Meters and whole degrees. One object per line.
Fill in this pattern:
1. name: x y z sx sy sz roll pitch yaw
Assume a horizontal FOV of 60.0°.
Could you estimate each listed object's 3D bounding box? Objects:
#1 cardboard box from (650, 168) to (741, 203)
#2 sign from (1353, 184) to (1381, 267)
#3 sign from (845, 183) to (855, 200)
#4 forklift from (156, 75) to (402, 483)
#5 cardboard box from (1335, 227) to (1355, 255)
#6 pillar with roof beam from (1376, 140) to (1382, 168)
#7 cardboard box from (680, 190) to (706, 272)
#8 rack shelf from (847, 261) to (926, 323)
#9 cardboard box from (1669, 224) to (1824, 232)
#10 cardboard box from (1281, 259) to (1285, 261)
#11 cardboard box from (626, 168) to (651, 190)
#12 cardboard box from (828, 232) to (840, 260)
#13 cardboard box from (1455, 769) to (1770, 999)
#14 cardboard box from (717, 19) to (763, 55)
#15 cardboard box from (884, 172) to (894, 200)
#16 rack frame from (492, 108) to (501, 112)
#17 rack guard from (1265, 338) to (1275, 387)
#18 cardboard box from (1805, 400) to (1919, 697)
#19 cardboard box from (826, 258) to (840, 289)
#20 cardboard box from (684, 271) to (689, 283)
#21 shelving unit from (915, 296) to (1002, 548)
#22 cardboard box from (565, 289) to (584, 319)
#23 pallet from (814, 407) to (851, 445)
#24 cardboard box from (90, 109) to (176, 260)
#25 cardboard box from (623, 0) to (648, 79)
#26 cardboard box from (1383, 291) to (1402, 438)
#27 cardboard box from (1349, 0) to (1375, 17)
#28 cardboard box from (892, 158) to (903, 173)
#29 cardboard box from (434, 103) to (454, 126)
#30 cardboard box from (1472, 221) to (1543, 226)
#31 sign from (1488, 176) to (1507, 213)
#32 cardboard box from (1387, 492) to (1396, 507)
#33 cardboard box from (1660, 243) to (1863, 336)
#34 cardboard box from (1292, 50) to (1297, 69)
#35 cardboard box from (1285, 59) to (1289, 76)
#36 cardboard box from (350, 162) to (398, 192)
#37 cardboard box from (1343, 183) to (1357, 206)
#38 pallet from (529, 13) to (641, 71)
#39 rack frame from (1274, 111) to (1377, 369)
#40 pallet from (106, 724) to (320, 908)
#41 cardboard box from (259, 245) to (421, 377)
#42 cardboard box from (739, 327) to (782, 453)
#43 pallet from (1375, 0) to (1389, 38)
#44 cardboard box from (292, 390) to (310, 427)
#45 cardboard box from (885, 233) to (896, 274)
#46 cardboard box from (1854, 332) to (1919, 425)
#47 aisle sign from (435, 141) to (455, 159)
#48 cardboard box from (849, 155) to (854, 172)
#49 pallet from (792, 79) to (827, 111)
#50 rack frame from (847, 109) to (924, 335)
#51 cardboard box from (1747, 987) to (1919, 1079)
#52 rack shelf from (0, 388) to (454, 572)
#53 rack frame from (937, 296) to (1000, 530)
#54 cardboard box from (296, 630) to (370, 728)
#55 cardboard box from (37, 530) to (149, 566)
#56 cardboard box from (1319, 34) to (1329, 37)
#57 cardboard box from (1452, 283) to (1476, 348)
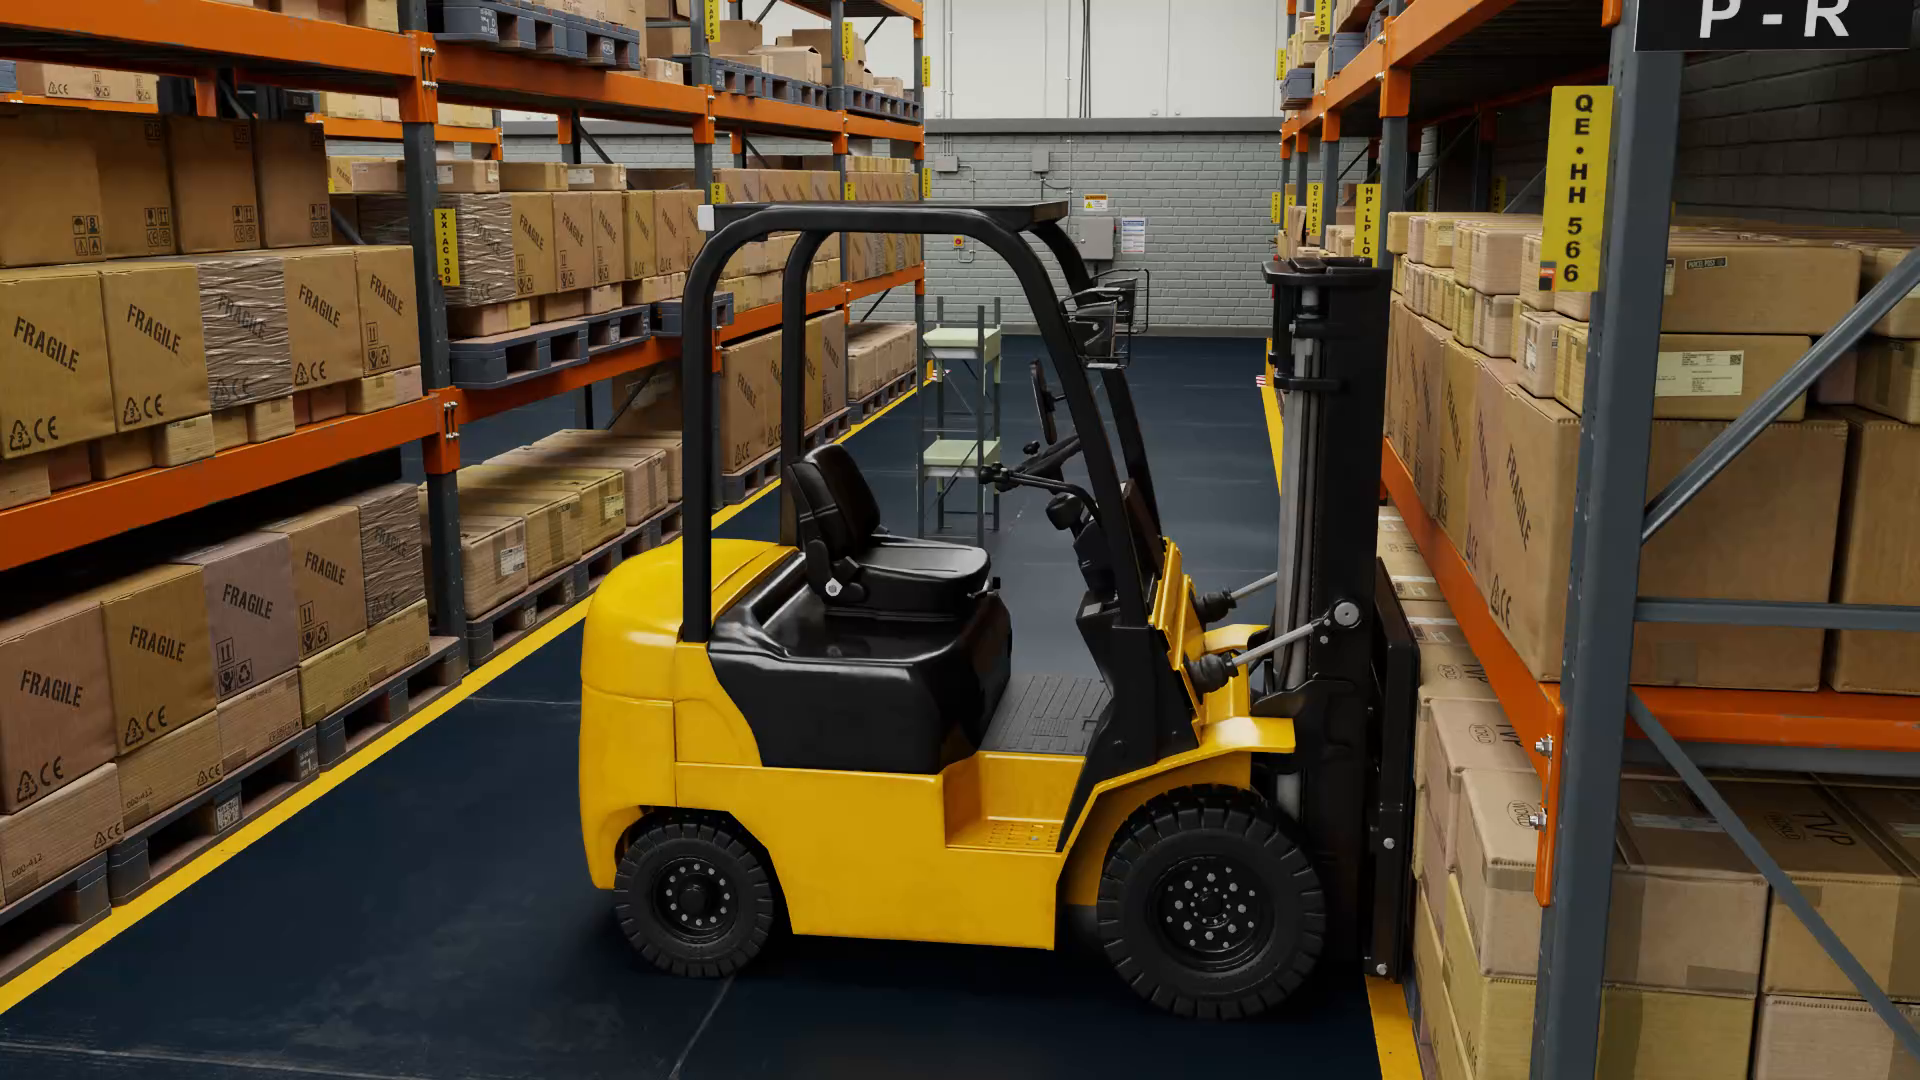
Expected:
1. cardboard box: -1.825 -2.322 11.535 0.500 0.500 0.500 1 12 7
2. sign: 1.610 -1.239 6.563 0.100 0.325 0.005 2 12 9
3. sign: -0.989 -3.034 14.889 0.100 0.325 0.005 2 12 9
4. forklift: -4.873 -1.542 10.689 1.130 2.935 3.031 2 12 9
5. cardboard box: 2.369 -1.728 9.616 0.380 0.149 0.250 2 12 10
6. pillar with roof beam: 1.045 -6.799 20.680 9.100 9.000 0.400 2 12 9
7. cardboard box: -1.937 -1.985 10.644 0.500 0.500 0.500 2 12 7
8. rack shelf: -1.219 -2.586 17.083 1.077 0.370 4.000 2 12 9
9. cardboard box: 2.062 -0.759 4.413 0.380 0.149 0.250 2 12 9
10. cardboard box: 3.425 -2.746 16.709 0.380 0.149 0.250 2 12 7
11. cardboard box: -2.321 -2.343 11.634 0.500 0.500 0.500 2 12 7
12. cardboard box: -1.354 -2.593 14.576 0.500 0.250 0.500 2 12 9
13. cardboard box: 1.295 0.680 3.373 0.500 0.250 0.500 2 12 11
14. cardboard box: -1.949 -4.068 13.896 0.500 0.500 0.500 2 12 8
15. cardboard box: -0.960 -3.467 16.849 0.500 0.500 0.500 2 12 8
16. rack frame: -5.818 -6.426 18.953 1.000 3.000 0.127 2 12 9
17. rack guard: 3.982 -1.957 18.386 1.175 0.500 0.348 2 12 9
18. cardboard box: 1.883 -0.007 3.167 0.500 0.500 0.500 2 12 10
19. cardboard box: -1.347 -2.347 14.620 0.500 0.250 0.500 2 12 7
20. cardboard box: -1.930 -1.638 10.572 0.380 0.149 0.250 2 12 10
21. shelving unit: -0.001 -0.732 10.329 0.431 1.500 0.755 2 12 9
22. cardboard box: -2.224 -1.261 8.822 0.380 0.149 0.250 2 12 9
23. pallet: -1.571 -0.996 14.612 1.003 0.211 1.213 2 12 9
24. cardboard box: -3.243 -1.246 5.837 0.700 0.500 0.500 2 12 7
25. cardboard box: -2.298 -3.007 9.971 0.700 0.500 0.500 2 12 9
26. cardboard box: 1.822 -0.661 6.205 0.500 0.500 0.500 2 12 7
27. cardboard box: 2.254 -2.944 8.441 0.500 0.500 0.500 2 12 10
28. cardboard box: -0.820 -3.967 17.630 0.380 0.149 0.250 2 12 10
29. cardboard box: -5.788 -4.574 17.835 0.500 0.250 0.500 2 12 11
30. cardboard box: 1.665 -0.828 4.732 0.380 0.149 0.250 2 12 9
31. sign: 3.312 -2.078 10.266 0.100 0.325 0.005 2 12 9
32. cardboard box: 2.217 0.150 7.316 0.875 0.625 0.625 2 12 11
33. cardboard box: 1.380 -0.457 3.009 0.380 0.149 0.250 2 12 9
34. cardboard box: 2.800 -3.752 13.023 0.380 0.149 0.250 2 12 9
35. cardboard box: 3.580 -4.788 16.932 0.500 0.250 0.500 2 12 8
36. cardboard box: -2.816 -1.820 8.341 0.380 0.149 0.250 2 12 7
37. cardboard box: 3.870 -3.102 15.636 0.500 0.500 0.500 2 12 7
38. pallet: -2.401 -2.572 8.634 1.213 0.211 1.003 2 12 9
39. rack frame: 3.993 -3.194 18.196 1.000 3.000 0.127 2 12 9
40. pallet: -3.011 0.902 5.805 1.003 0.211 1.213 2 12 9
41. cardboard box: -2.580 -0.950 6.839 0.500 0.500 0.500 2 12 7
42. cardboard box: -1.812 -1.182 12.906 0.875 0.875 0.875 2 12 9
43. pallet: 2.271 -2.253 7.163 0.805 0.209 1.217 1 12 6
44. cardboard box: -2.706 -0.502 6.297 0.380 0.149 0.250 2 12 8
45. cardboard box: -0.952 -2.975 16.941 0.500 0.500 0.500 2 12 10
46. cardboard box: 1.841 -0.292 2.951 0.380 0.149 0.250 2 12 7
47. aisle sign: -6.104 -4.790 19.427 0.394 0.787 0.004 2 12 9
48. cardboard box: -1.198 -3.488 15.407 0.380 0.149 0.250 2 12 9
49. pallet: -1.619 -3.702 13.886 0.805 0.209 1.217 1 12 6
50. rack frame: -0.912 -3.354 18.939 1.000 3.000 0.127 2 12 9
51. cardboard box: 1.810 0.940 3.357 0.500 0.250 0.500 2 12 10
52. rack shelf: -3.065 -0.088 5.491 1.077 0.370 4.000 2 12 9
53. rack frame: 0.055 -0.808 10.682 0.400 1.500 0.023 2 12 9
54. cardboard box: -2.655 0.525 6.466 0.500 0.250 0.500 2 12 7
55. cardboard box: -3.267 0.250 5.965 0.500 0.500 0.500 3 12 12
56. cardboard box: 2.687 -3.561 11.481 0.380 0.149 0.250 2 12 7
57. cardboard box: 1.482 -0.579 4.282 0.380 0.149 0.250 2 12 9
